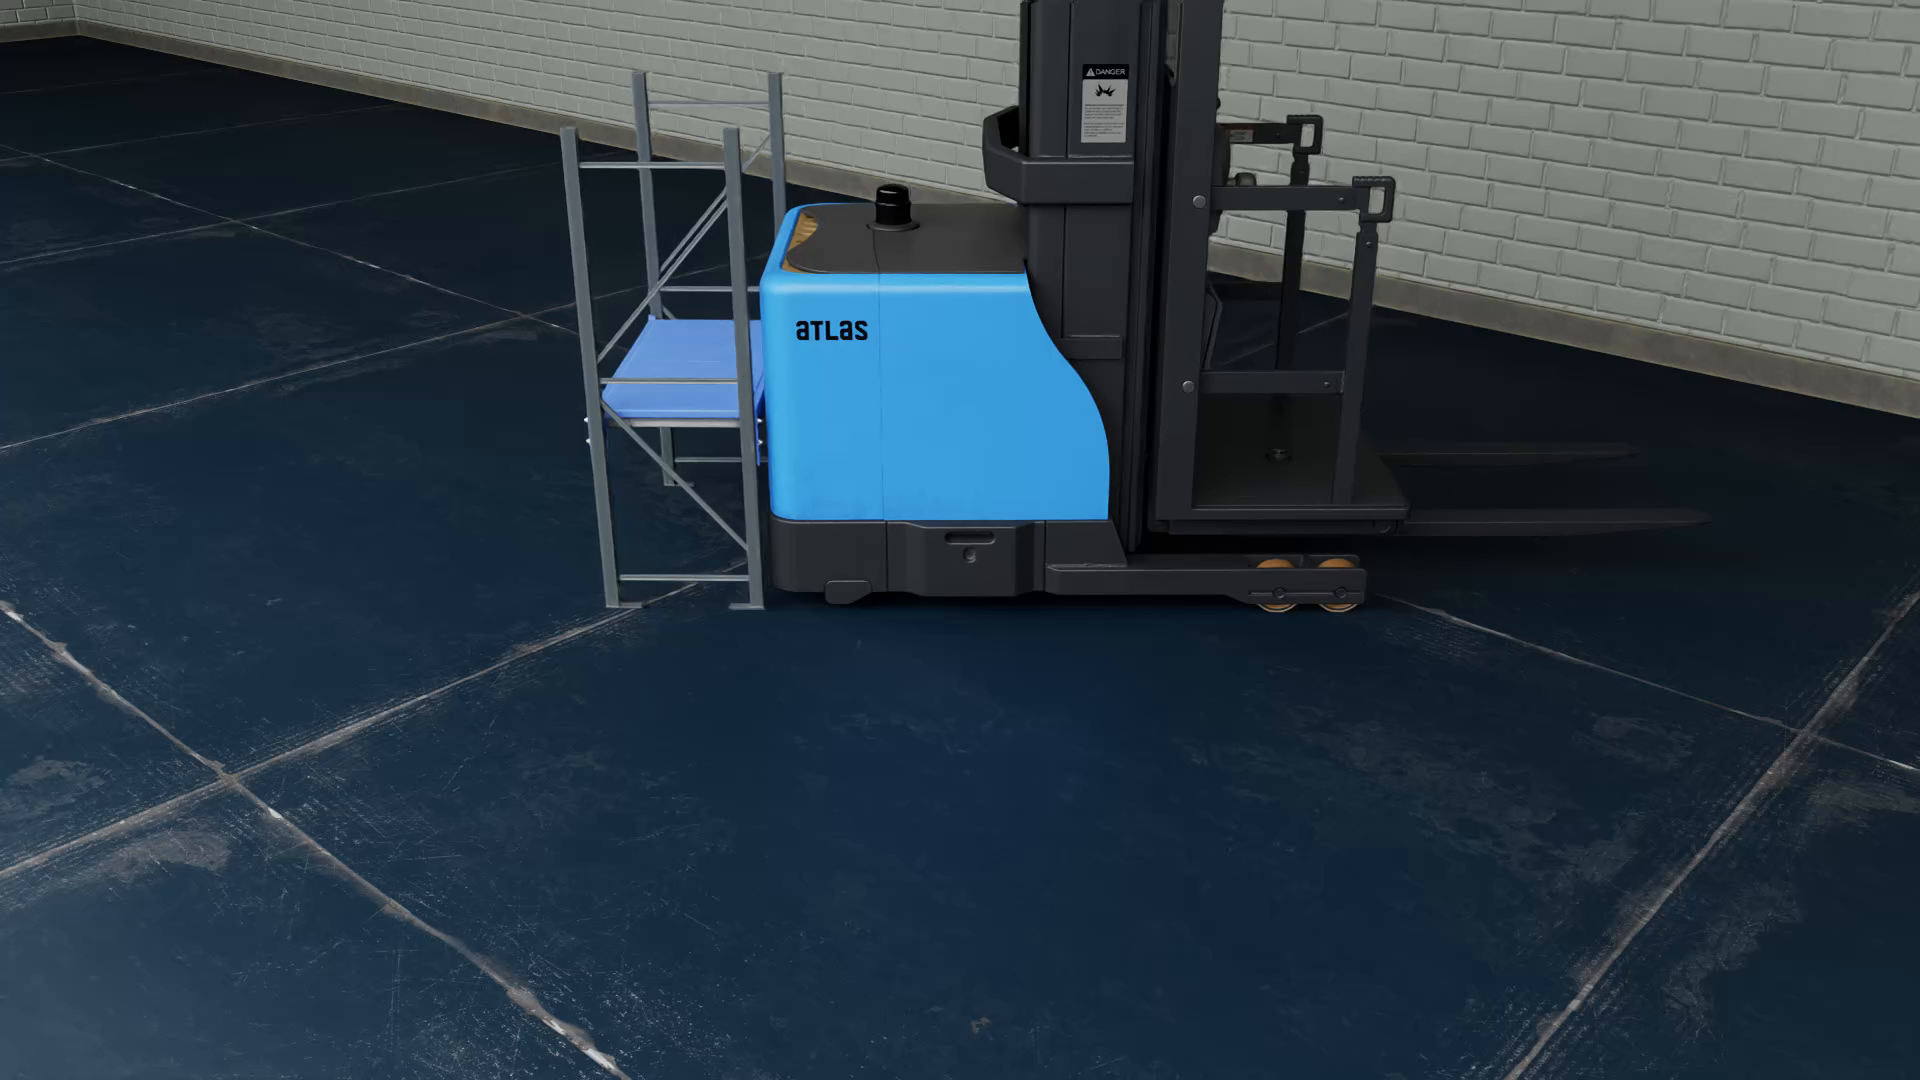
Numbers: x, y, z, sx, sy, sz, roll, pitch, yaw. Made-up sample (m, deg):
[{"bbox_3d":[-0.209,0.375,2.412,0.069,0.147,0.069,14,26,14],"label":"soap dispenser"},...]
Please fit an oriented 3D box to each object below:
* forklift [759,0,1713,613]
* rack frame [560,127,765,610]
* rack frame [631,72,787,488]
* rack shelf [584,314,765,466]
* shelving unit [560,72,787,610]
[{"bbox_3d":[0.906,-1.326,5.126,3.031,2.935,1.130,0,24,0],"label":"forklift"},{"bbox_3d":[-0.869,-0.471,4.967,0.500,1.500,0.032,0,24,1],"label":"rack frame"},{"bbox_3d":[-0.852,-0.887,5.894,0.500,1.500,0.032,0,24,1],"label":"rack frame"},{"bbox_3d":[-0.861,-0.515,5.504,0.538,0.185,1.000,0,24,1],"label":"rack shelf"},{"bbox_3d":[-0.861,-0.679,5.431,0.538,1.500,1.048,0,24,1],"label":"shelving unit"}]
